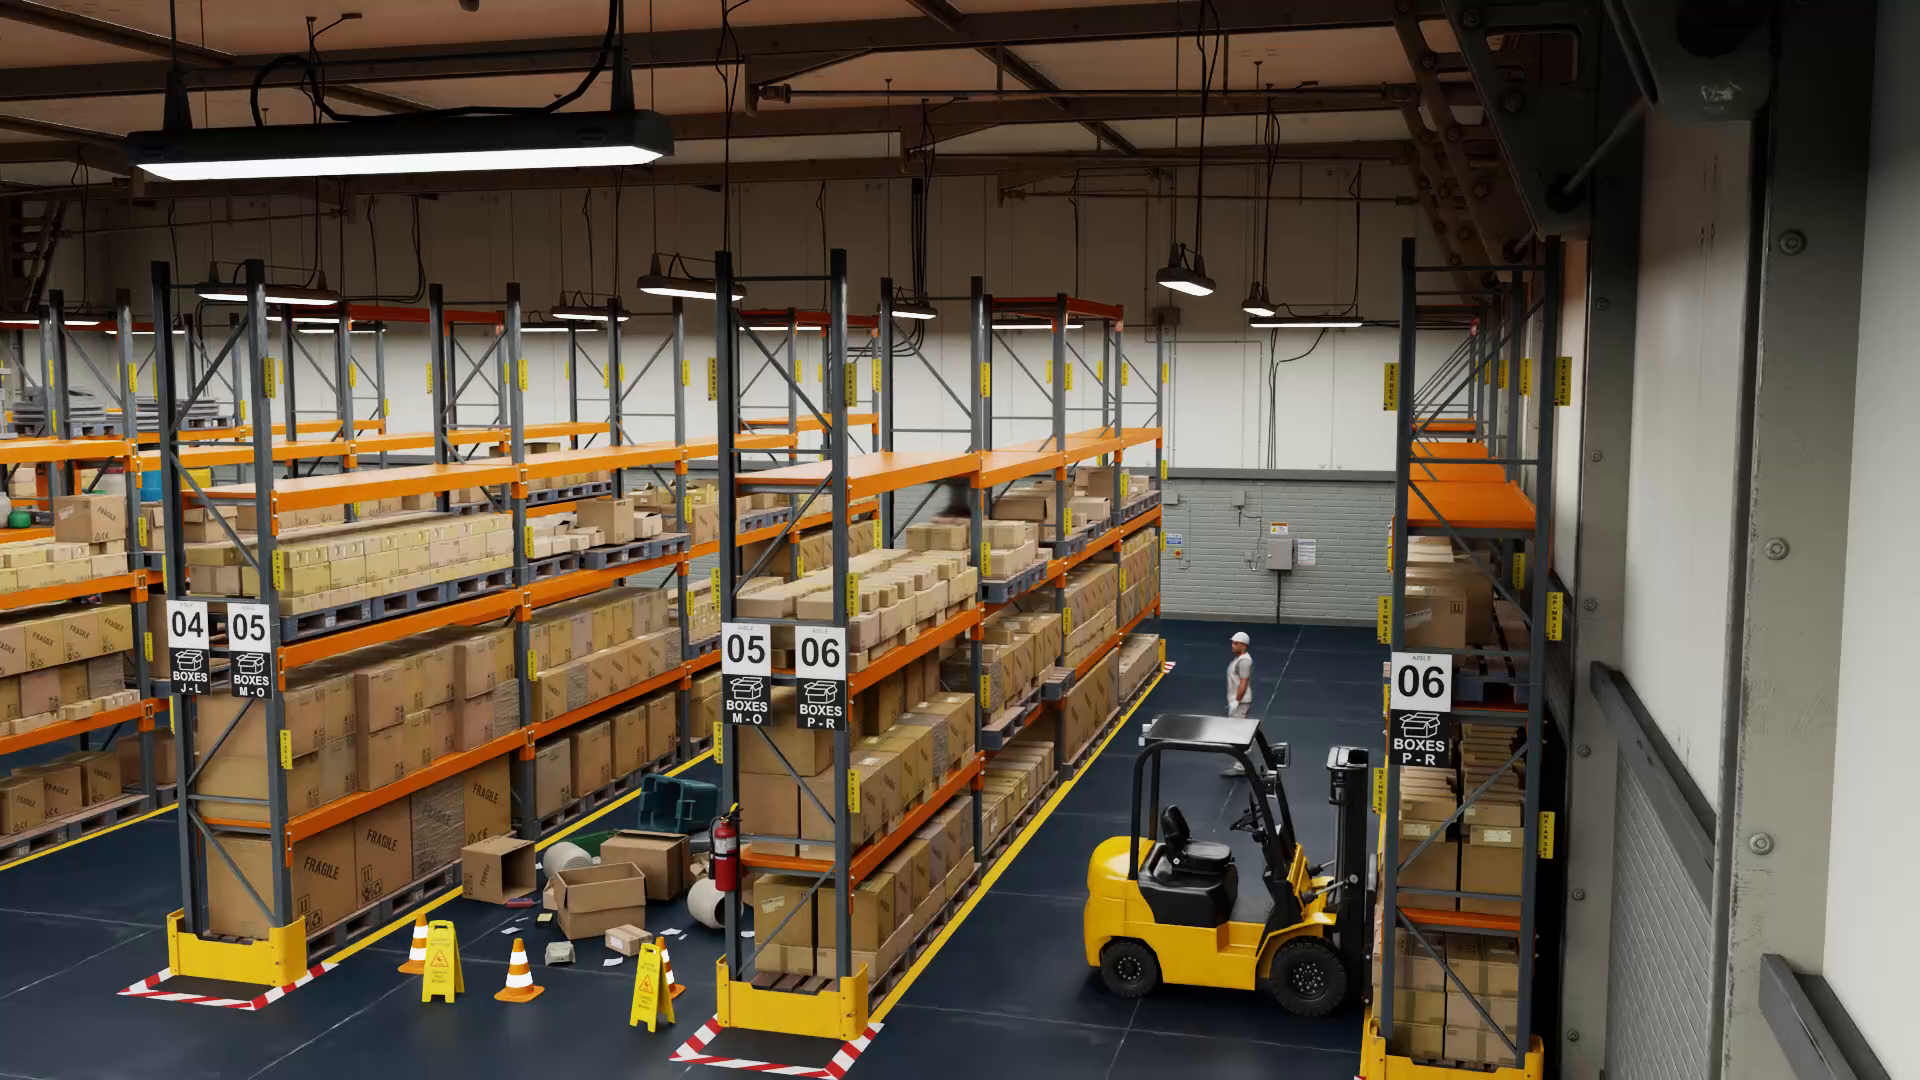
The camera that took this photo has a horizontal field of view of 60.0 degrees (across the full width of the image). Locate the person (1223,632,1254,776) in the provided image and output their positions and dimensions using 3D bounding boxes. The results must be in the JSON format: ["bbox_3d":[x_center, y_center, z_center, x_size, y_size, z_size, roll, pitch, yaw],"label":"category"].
[{"bbox_3d":[3.514,2.053,20.940,0.355,1.788,0.582,1,6,14],"label":"person"}]
